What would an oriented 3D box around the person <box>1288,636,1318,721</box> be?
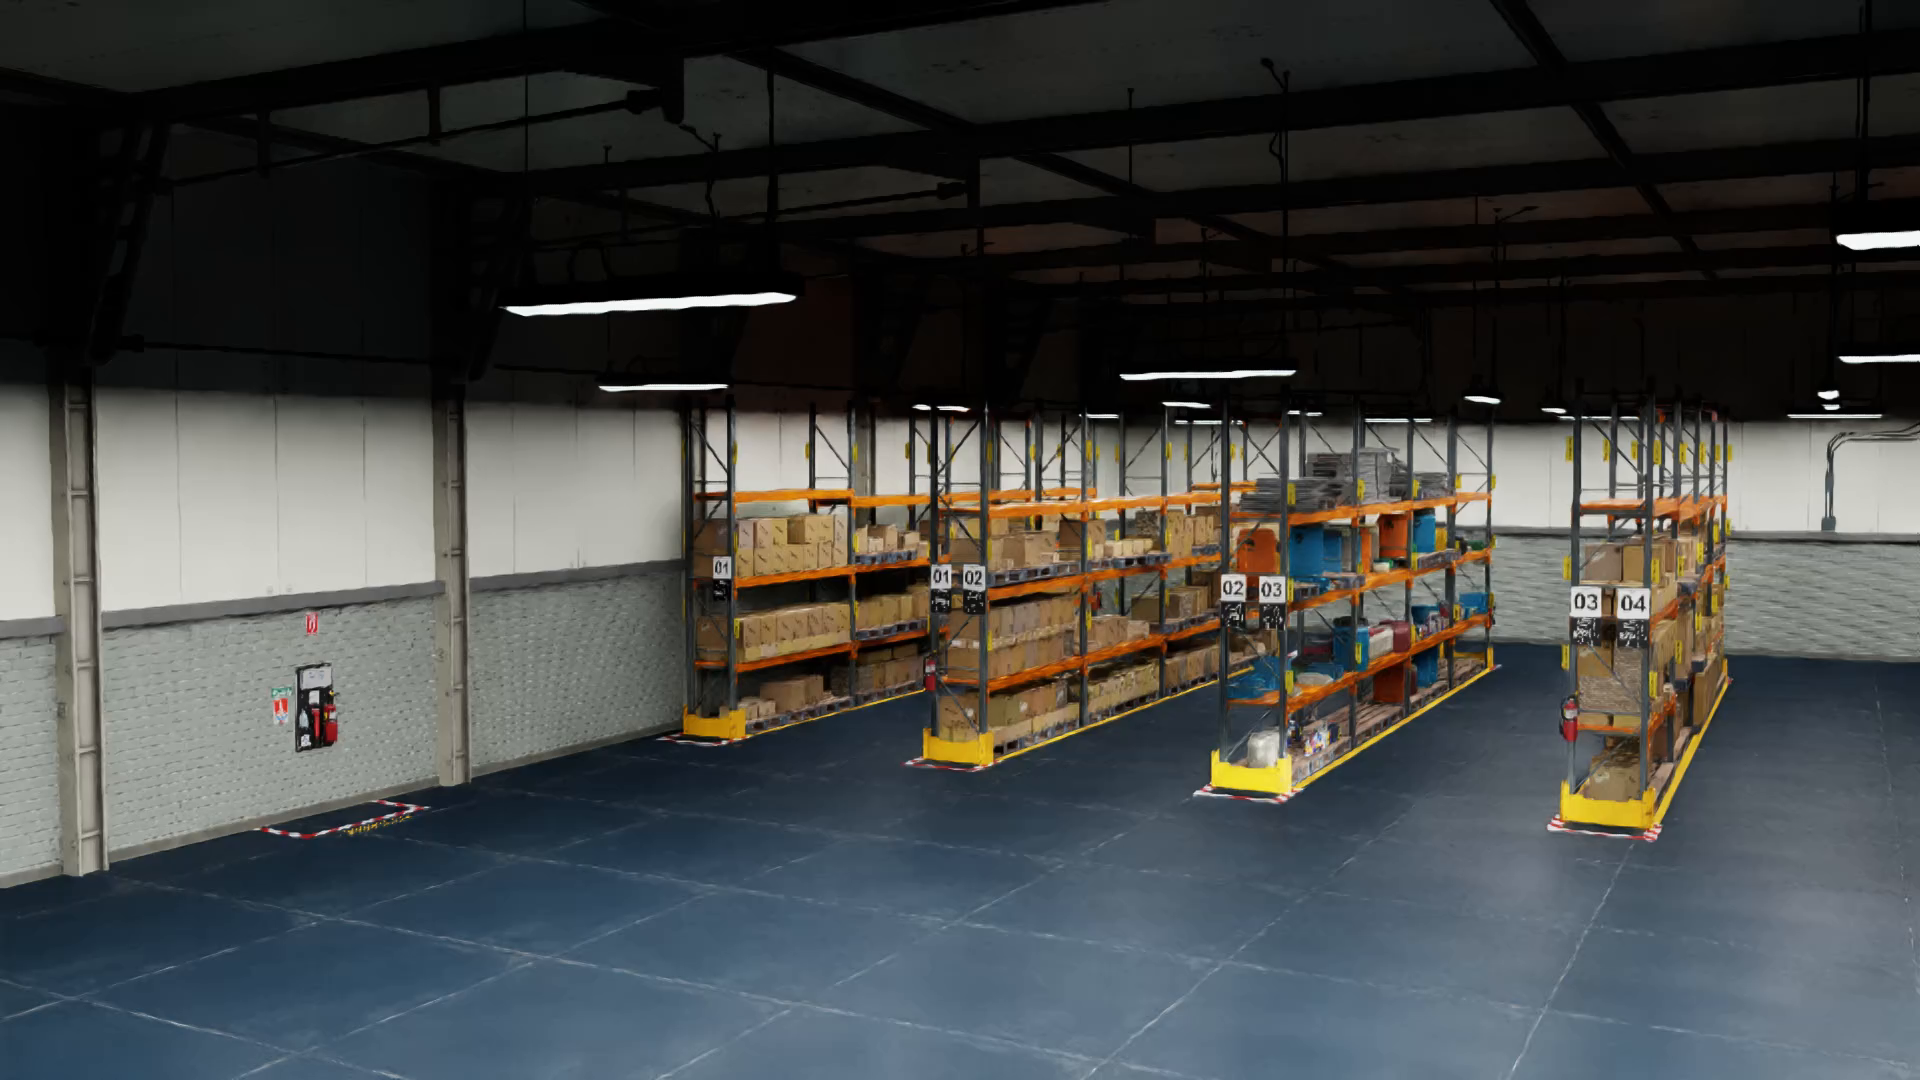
[{"bbox_3d":[6.306,2.560,30.663,0.482,1.621,0.997,2,4,37],"label":"person"}]
